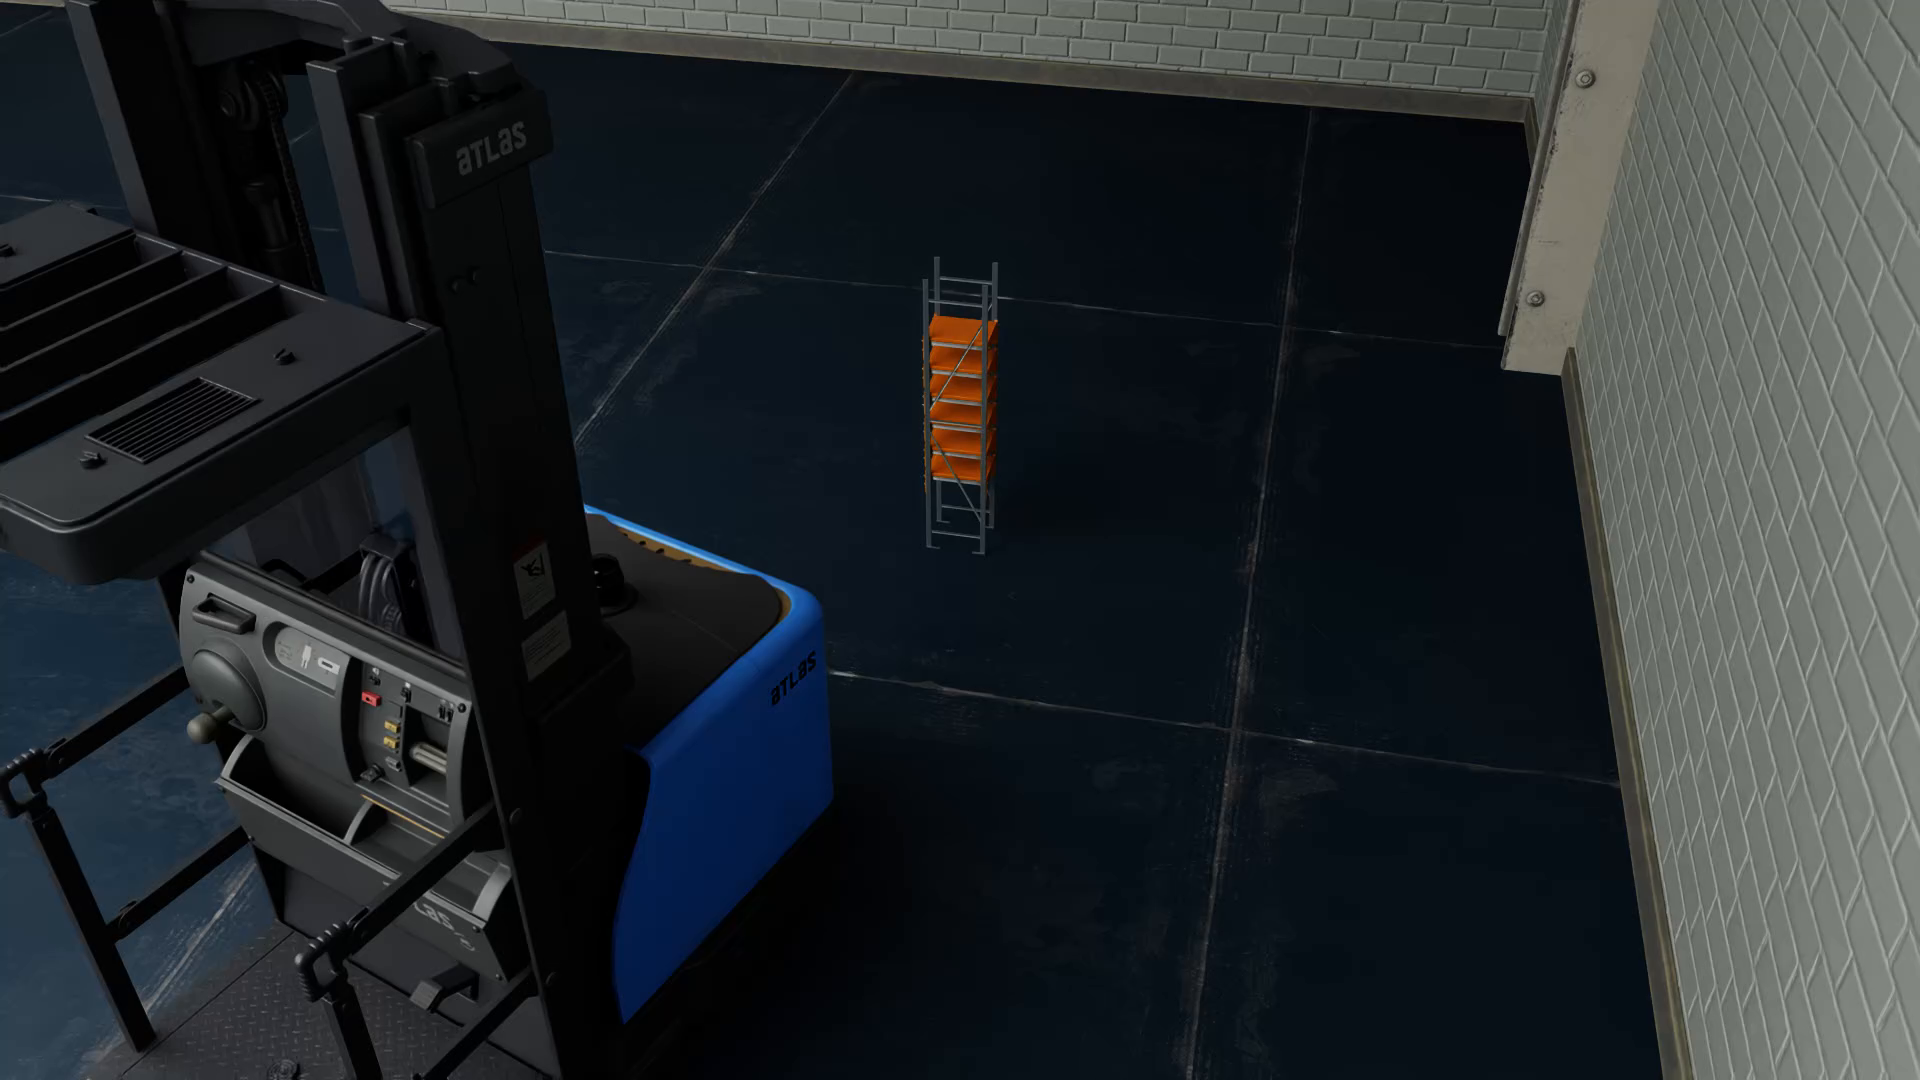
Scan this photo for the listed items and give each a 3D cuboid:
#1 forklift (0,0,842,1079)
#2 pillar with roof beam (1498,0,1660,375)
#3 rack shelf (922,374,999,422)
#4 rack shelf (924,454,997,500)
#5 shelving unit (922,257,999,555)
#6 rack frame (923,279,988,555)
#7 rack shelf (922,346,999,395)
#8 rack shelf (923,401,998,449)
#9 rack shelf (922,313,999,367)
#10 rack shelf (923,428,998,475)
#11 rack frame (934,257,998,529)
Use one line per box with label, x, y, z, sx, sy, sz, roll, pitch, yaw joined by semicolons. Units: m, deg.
forklift;-1.568;0.431;3.657;1.130;2.935;3.031;20;40;25
pillar with roof beam;-1.452;-5.086;6.099;9.100;9.000;0.400;7;37;10
rack shelf;0.003;-0.555;6.365;0.258;0.103;0.180;7;37;10
rack shelf;0.003;-0.264;6.576;0.258;0.103;0.180;7;37;10
shelving unit;0.003;-0.494;6.409;0.258;1.200;0.189;7;37;10
rack frame;-0.016;-0.442;6.337;0.240;1.200;0.006;7;37;10
rack shelf;0.003;-0.652;6.295;0.258;0.103;0.180;7;37;10
rack shelf;0.003;-0.458;6.435;0.258;0.103;0.180;7;37;10
rack shelf;0.003;-0.750;6.224;0.258;0.103;0.180;7;37;10
rack shelf;0.003;-0.361;6.506;0.258;0.103;0.180;7;37;10
rack frame;0.023;-0.547;6.482;0.240;1.200;0.006;7;37;10
